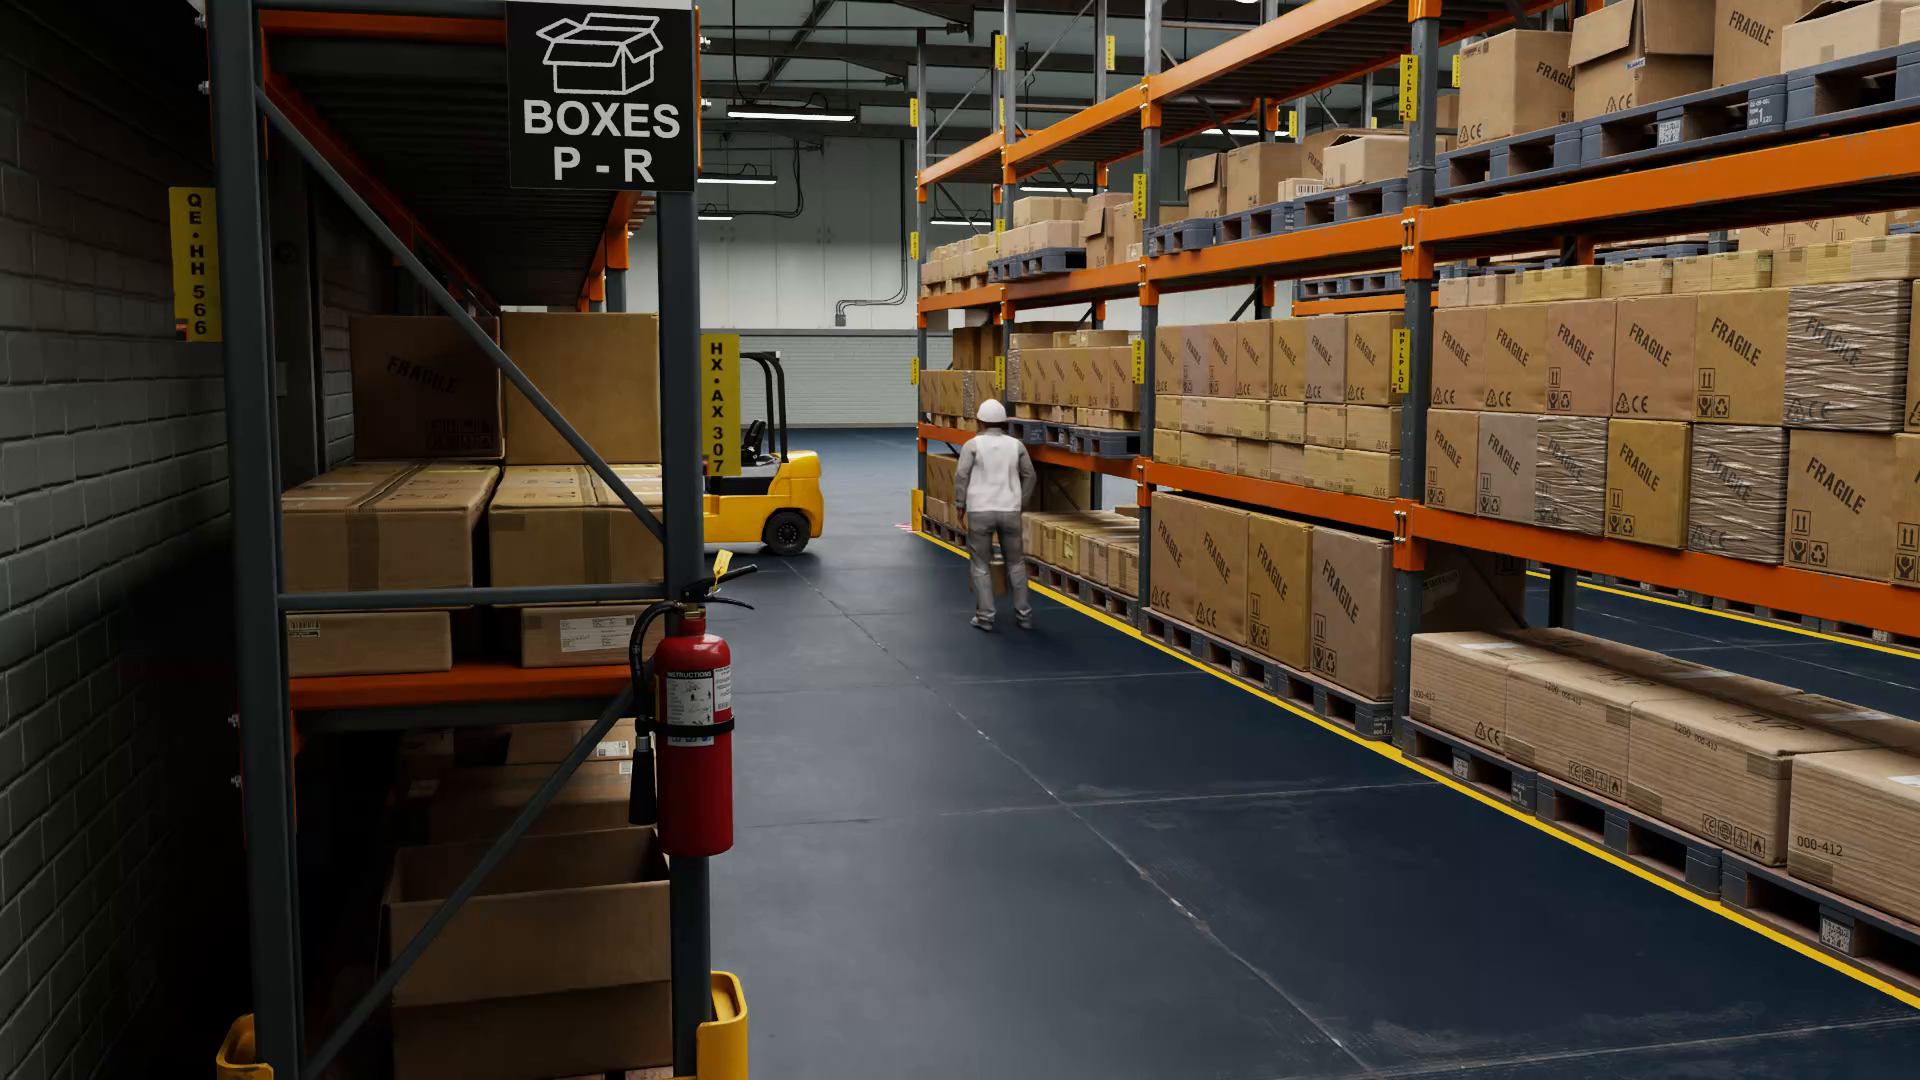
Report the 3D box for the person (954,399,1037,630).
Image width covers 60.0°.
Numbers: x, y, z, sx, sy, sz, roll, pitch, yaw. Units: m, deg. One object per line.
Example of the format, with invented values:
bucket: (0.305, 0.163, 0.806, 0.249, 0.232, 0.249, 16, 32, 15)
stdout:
person: (0.268, -0.207, 12.859, 0.658, 1.751, 0.500, -1, 6, -13)
